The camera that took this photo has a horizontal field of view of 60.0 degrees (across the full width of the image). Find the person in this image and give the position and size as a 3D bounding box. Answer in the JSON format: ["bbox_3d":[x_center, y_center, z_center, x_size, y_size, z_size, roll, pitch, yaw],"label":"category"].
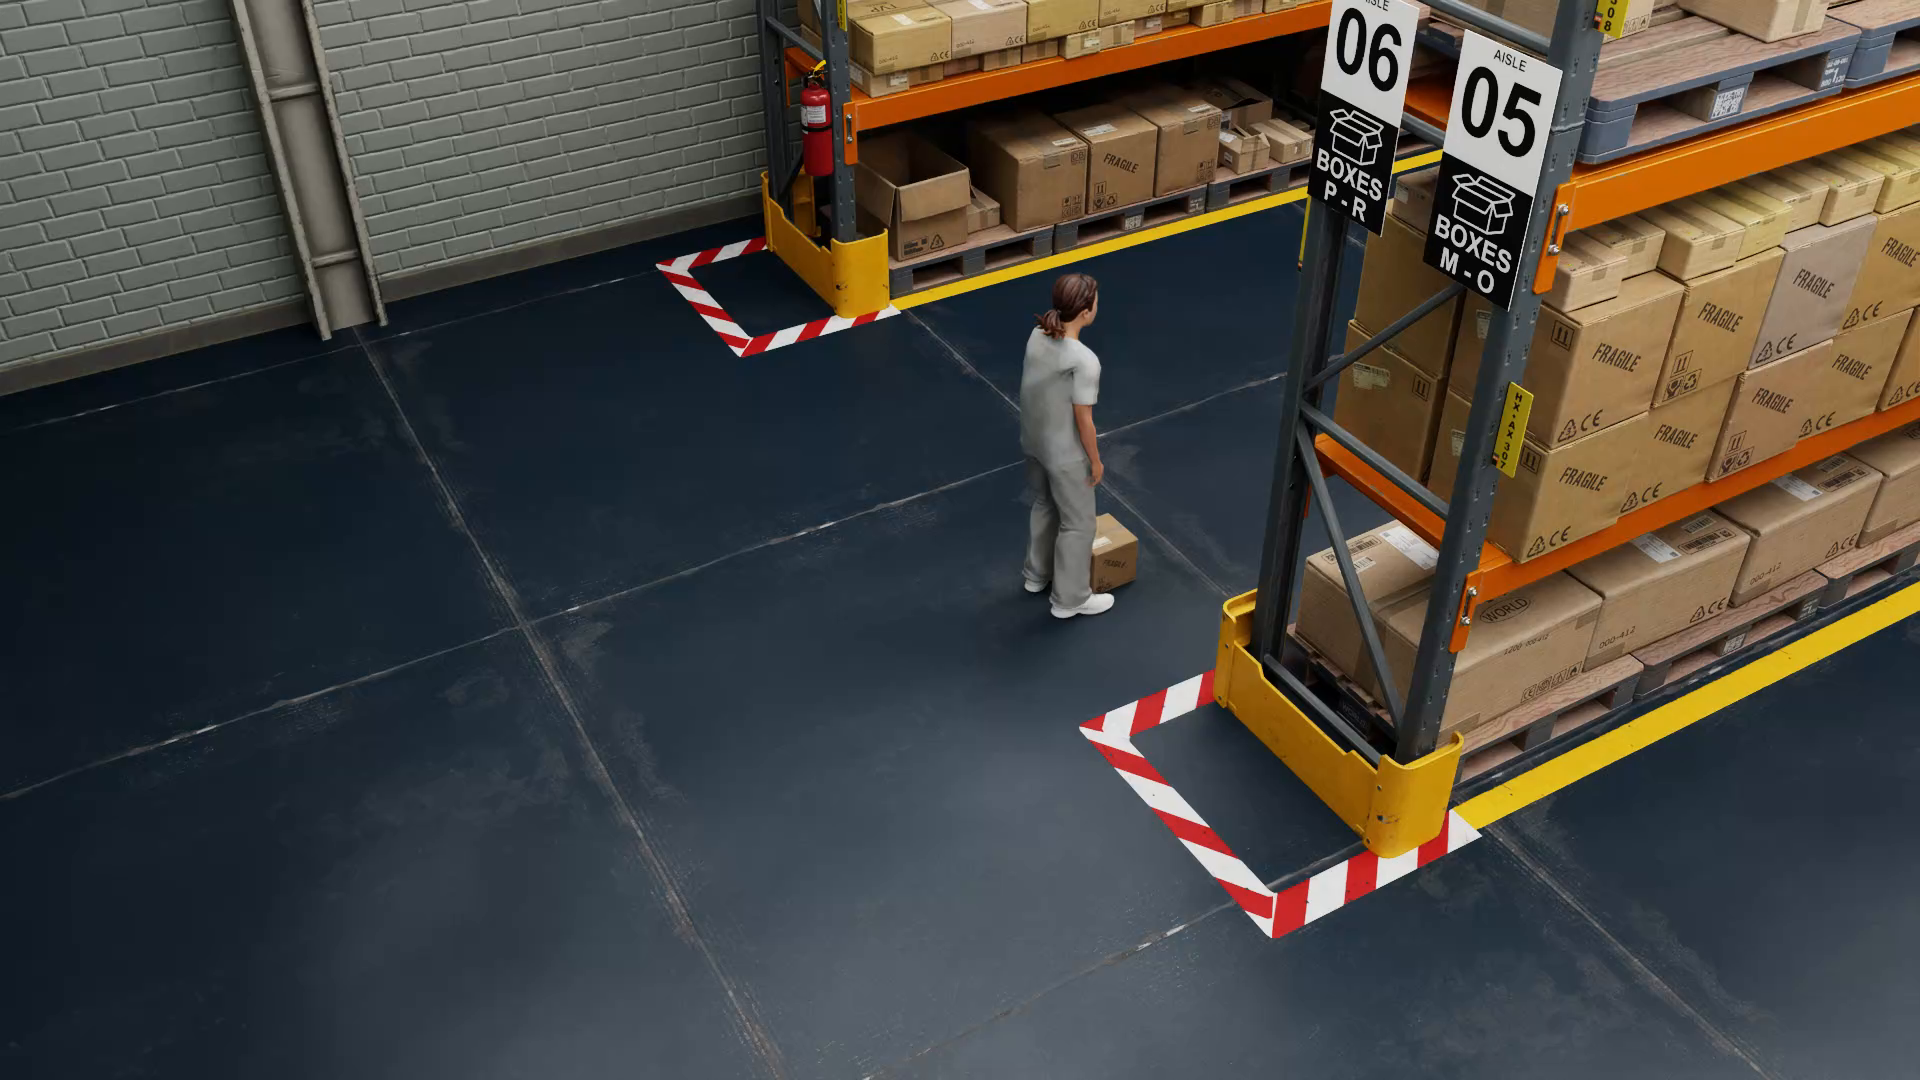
[{"bbox_3d":[0.468,-0.419,7.491,0.362,1.666,0.513,-22,42,-26],"label":"person"}]
